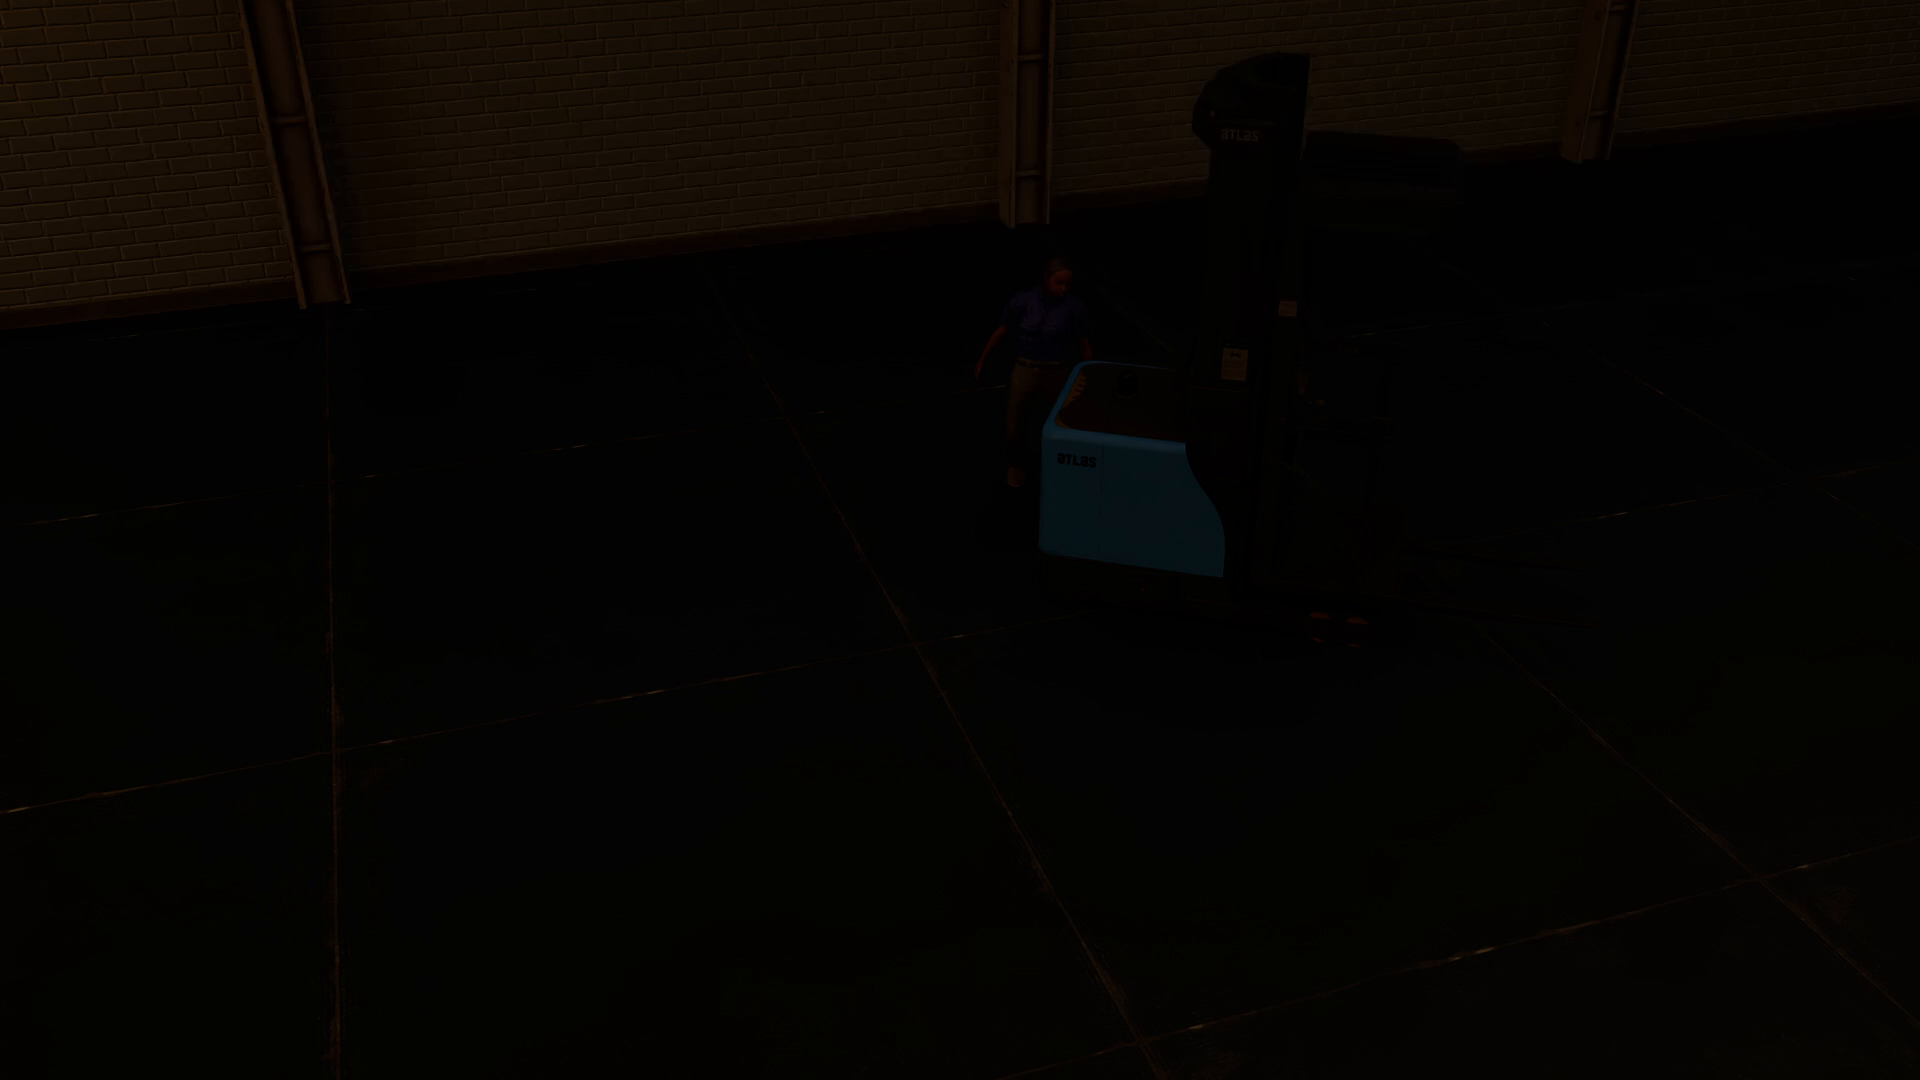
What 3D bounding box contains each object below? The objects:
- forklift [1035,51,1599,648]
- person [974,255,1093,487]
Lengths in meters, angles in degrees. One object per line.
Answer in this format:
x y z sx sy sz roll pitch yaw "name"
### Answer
2.001 -0.979 8.789 3.031 2.935 1.130 8 31 13 "forklift"
0.493 -1.035 10.256 0.818 1.599 0.472 3 30 5 "person"
